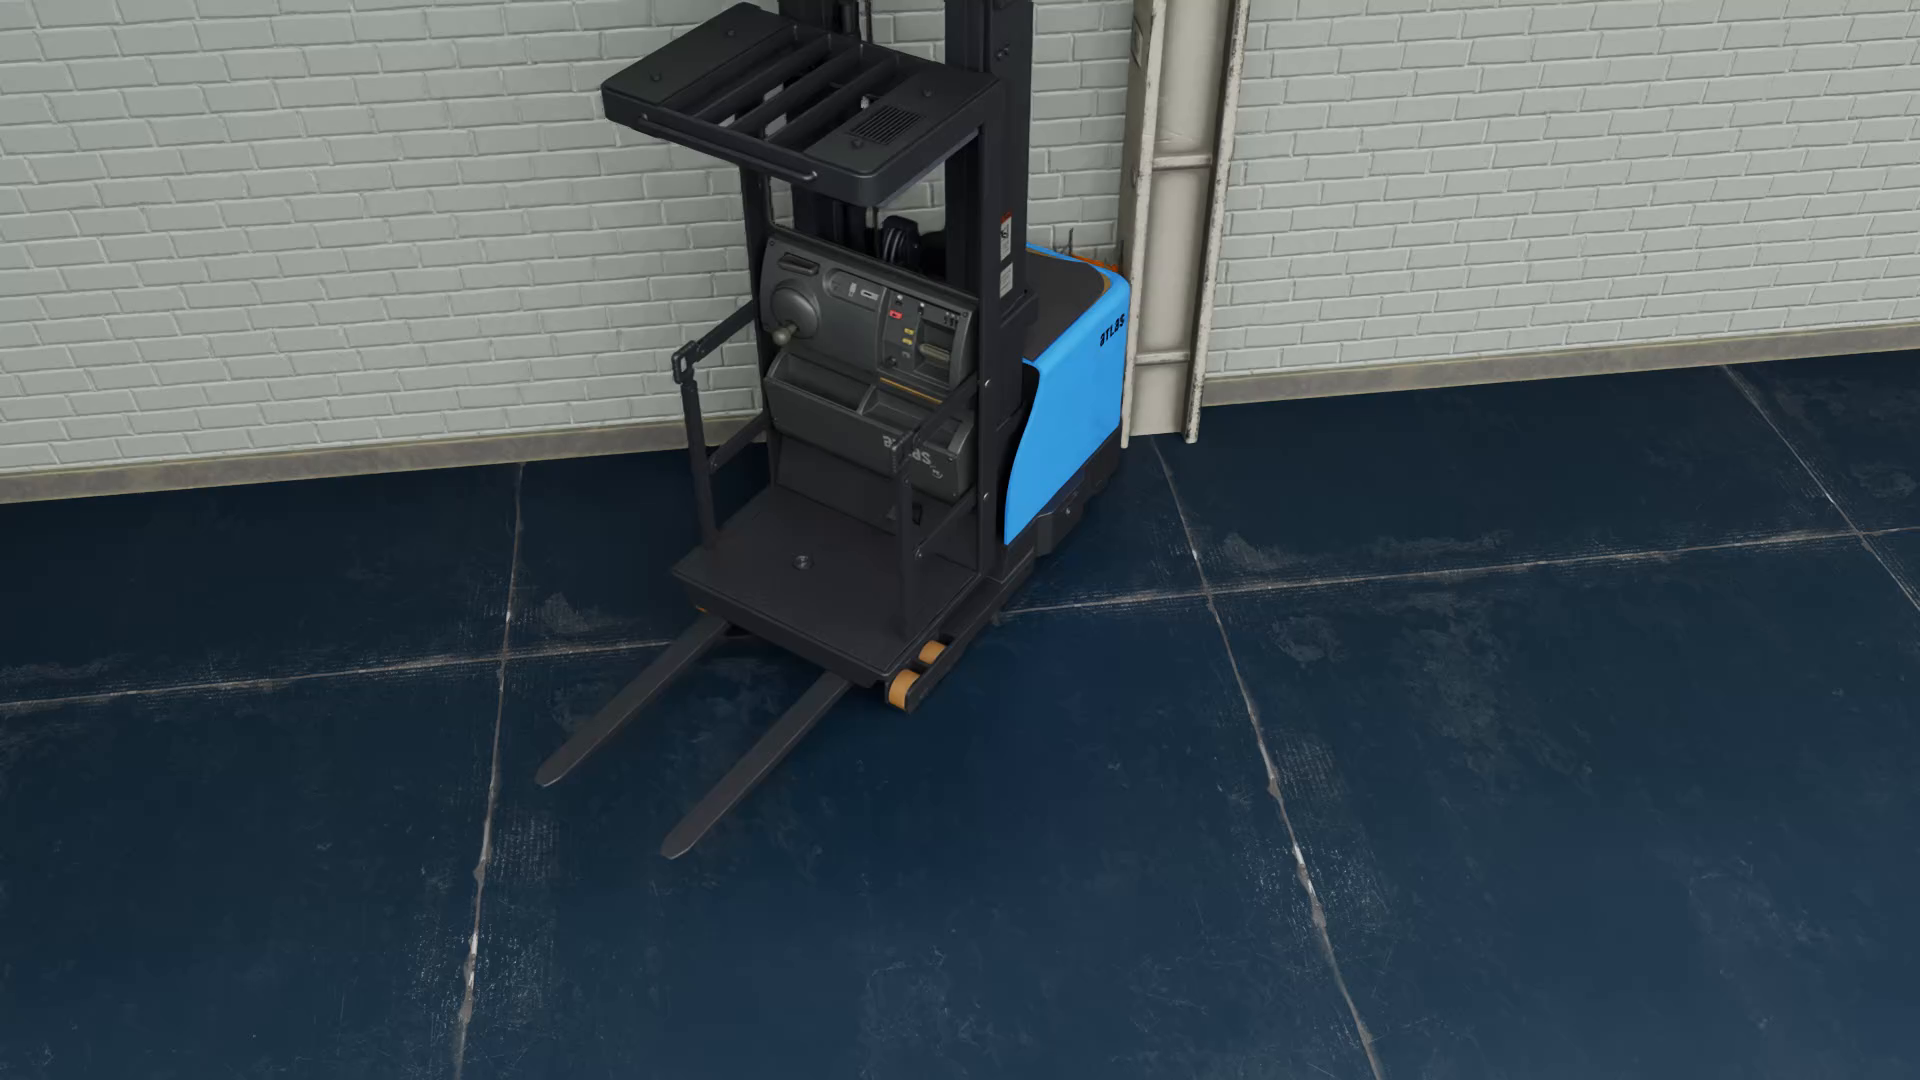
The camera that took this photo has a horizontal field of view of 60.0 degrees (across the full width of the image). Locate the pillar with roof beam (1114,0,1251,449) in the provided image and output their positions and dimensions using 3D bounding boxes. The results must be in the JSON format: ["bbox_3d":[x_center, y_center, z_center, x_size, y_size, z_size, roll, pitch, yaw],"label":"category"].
[{"bbox_3d":[1.482,-1.037,1.896,0.400,9.000,9.100,-5,42,-6],"label":"pillar with roof beam"}]

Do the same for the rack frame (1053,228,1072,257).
[{"bbox_3d":[0.459,-0.941,7.713,0.008,1.050,0.200,17,43,20],"label":"rack frame"}]

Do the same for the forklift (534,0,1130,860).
[{"bbox_3d":[-0.477,-0.765,6.125,1.130,2.935,3.031,23,47,24],"label":"forklift"}]

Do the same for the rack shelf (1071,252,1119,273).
[{"bbox_3d":[0.567,-1.117,7.497,0.240,0.259,0.215,17,43,20],"label":"rack shelf"}]

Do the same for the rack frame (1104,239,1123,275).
[{"bbox_3d":[0.678,-0.872,7.628,0.008,1.050,0.200,17,43,20],"label":"rack frame"}]

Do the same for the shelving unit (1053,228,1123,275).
[{"bbox_3d":[0.569,-0.906,7.671,0.252,1.050,0.215,17,43,20],"label":"shelving unit"}]
